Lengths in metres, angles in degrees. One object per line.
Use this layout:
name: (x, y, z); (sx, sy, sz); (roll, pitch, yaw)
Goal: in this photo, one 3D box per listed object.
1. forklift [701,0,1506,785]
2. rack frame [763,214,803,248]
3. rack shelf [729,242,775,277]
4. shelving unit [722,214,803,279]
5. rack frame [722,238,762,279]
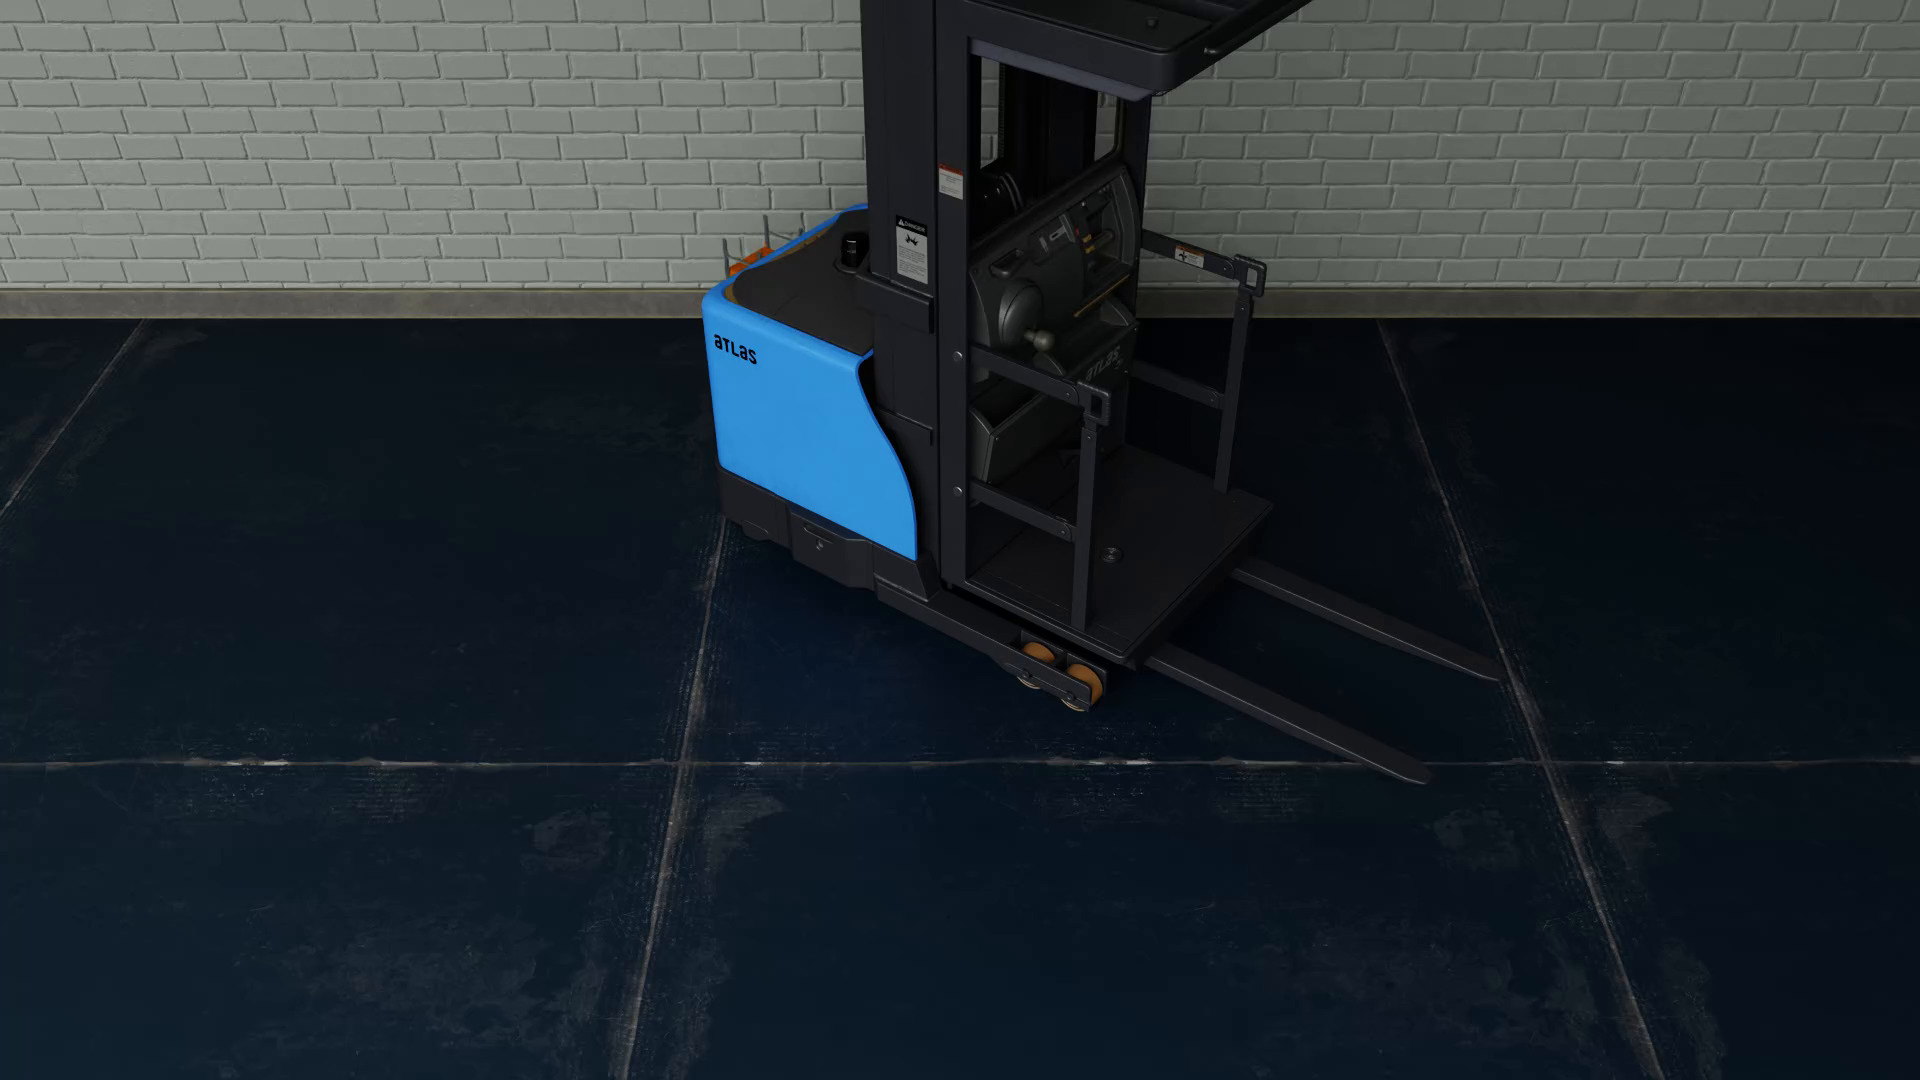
forklift: (0.502, -0.909, 5.540); (3.031, 2.935, 1.130); (25, 45, 28)
rack frame: (-0.713, -0.867, 6.991); (0.200, 1.050, 0.008); (25, 45, 27)
rack shelf: (-0.784, -1.017, 6.742); (0.215, 0.259, 0.240); (25, 45, 27)
shelving unit: (-0.785, -0.805, 6.913); (0.215, 1.050, 0.252); (25, 45, 27)
rack frame: (-0.857, -0.743, 6.836); (0.200, 1.050, 0.008); (25, 45, 27)
